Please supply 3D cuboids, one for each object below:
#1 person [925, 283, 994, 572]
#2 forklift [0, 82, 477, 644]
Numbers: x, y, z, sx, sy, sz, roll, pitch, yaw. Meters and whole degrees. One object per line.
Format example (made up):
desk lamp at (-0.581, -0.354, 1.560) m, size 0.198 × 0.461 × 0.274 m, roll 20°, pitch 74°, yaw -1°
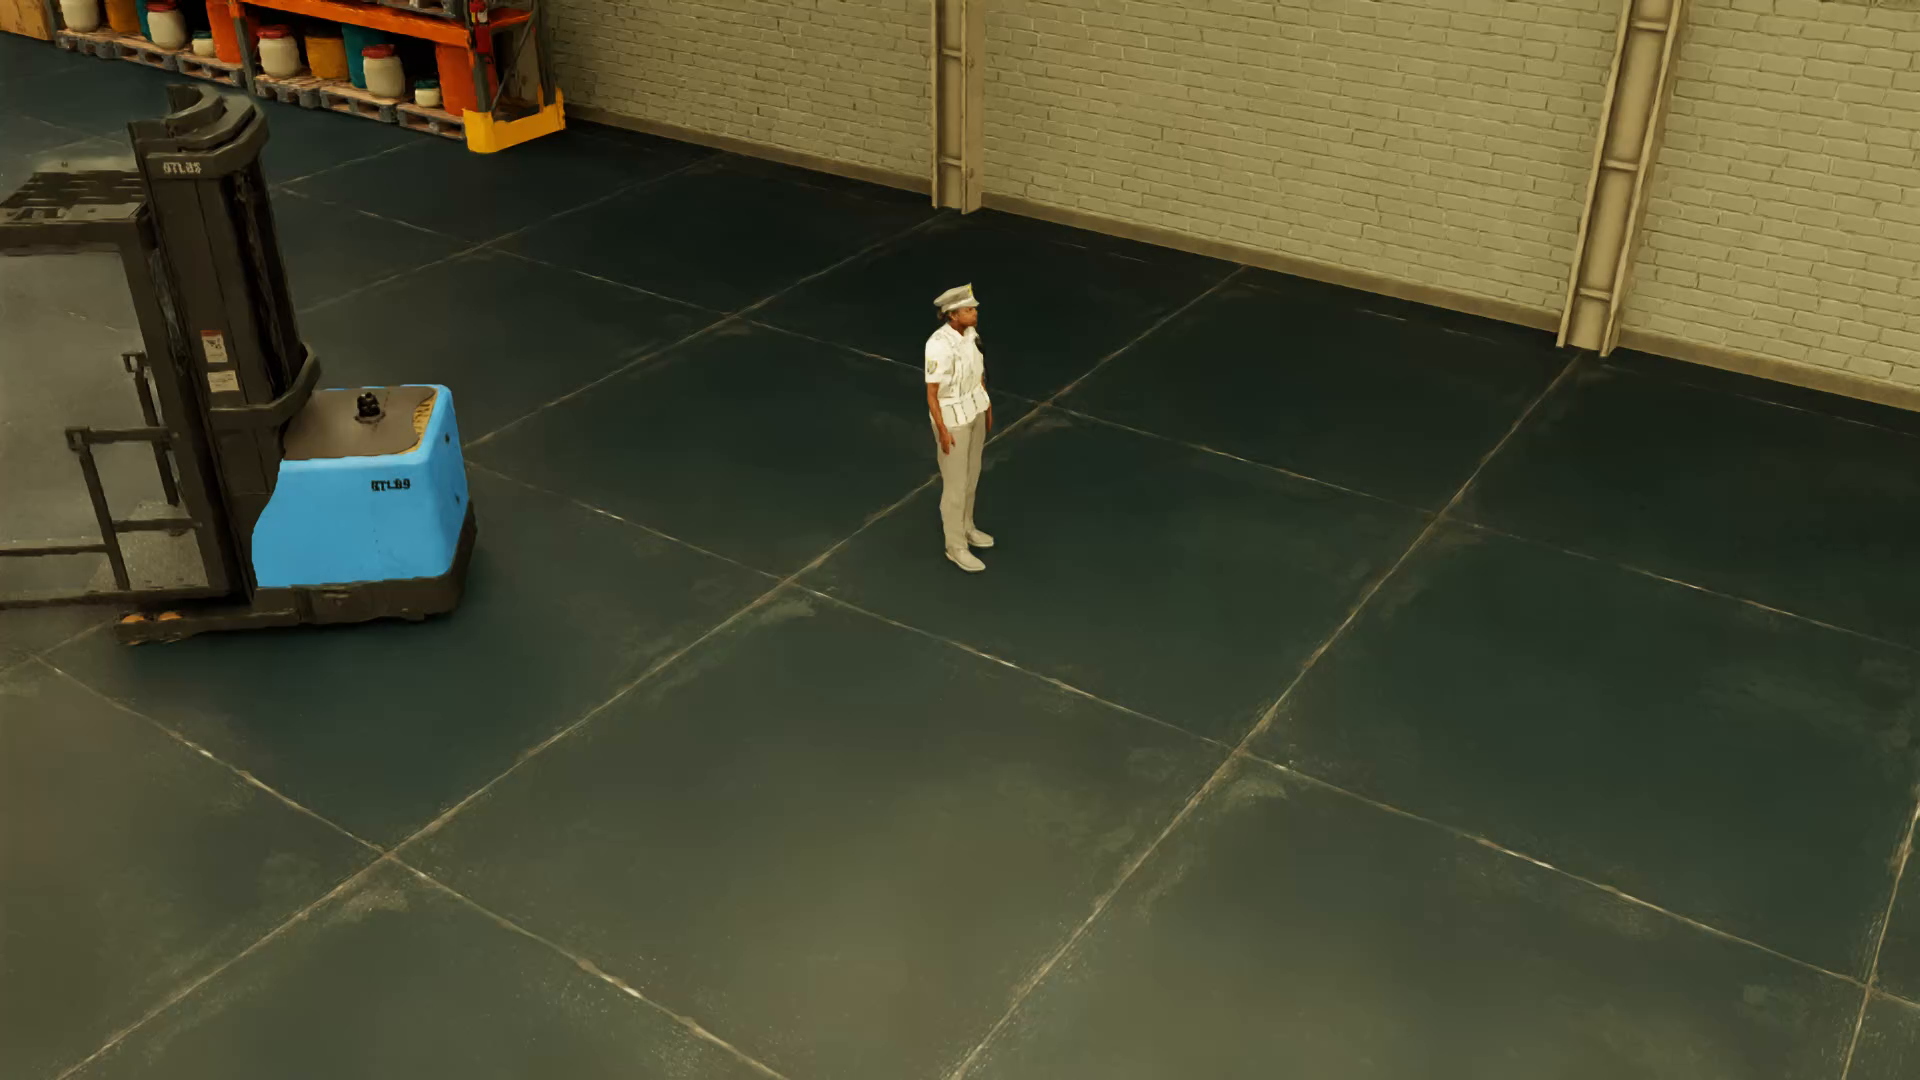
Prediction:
person at (0.051, -0.710, 10.020) m, size 0.529 × 1.695 × 0.570 m, roll 19°, pitch 35°, yaw 29°
forklift at (-4.486, -0.956, 9.227) m, size 3.031 × 2.935 × 1.130 m, roll -4°, pitch 30°, yaw -6°
